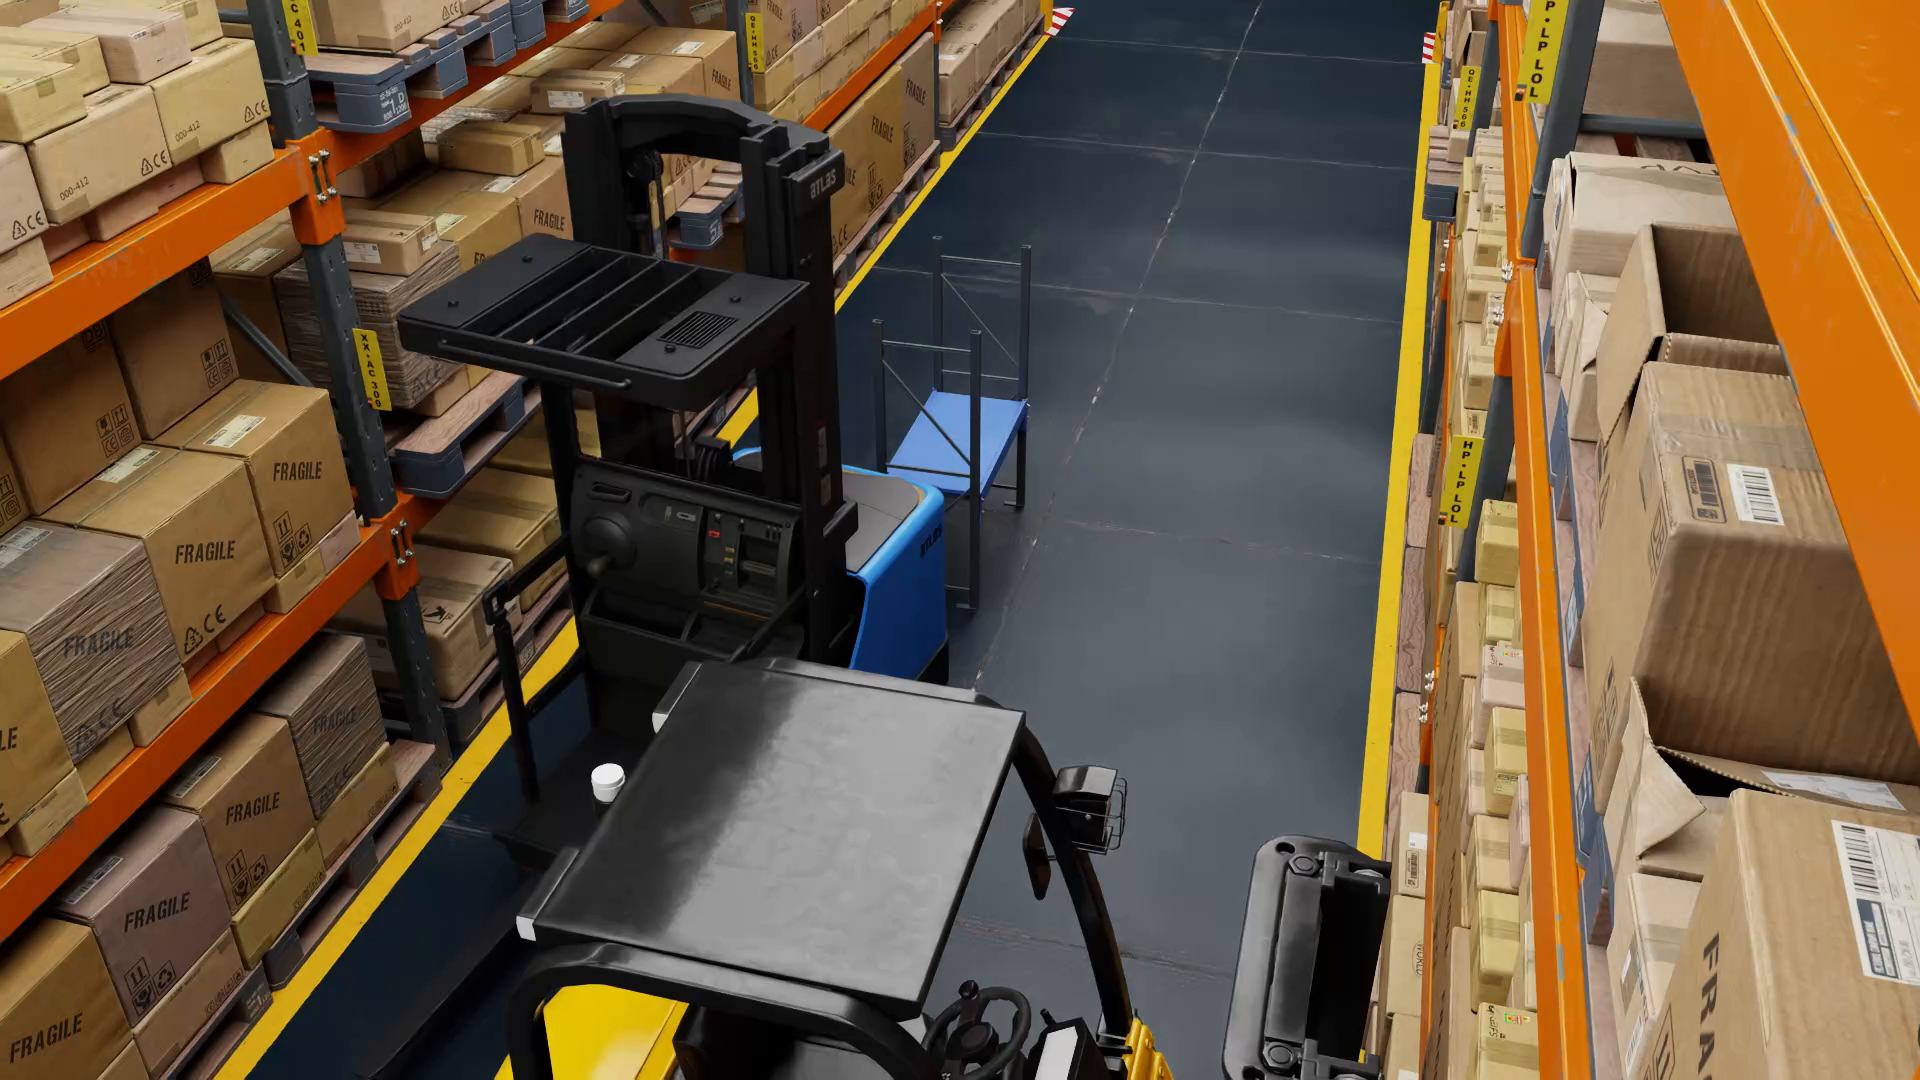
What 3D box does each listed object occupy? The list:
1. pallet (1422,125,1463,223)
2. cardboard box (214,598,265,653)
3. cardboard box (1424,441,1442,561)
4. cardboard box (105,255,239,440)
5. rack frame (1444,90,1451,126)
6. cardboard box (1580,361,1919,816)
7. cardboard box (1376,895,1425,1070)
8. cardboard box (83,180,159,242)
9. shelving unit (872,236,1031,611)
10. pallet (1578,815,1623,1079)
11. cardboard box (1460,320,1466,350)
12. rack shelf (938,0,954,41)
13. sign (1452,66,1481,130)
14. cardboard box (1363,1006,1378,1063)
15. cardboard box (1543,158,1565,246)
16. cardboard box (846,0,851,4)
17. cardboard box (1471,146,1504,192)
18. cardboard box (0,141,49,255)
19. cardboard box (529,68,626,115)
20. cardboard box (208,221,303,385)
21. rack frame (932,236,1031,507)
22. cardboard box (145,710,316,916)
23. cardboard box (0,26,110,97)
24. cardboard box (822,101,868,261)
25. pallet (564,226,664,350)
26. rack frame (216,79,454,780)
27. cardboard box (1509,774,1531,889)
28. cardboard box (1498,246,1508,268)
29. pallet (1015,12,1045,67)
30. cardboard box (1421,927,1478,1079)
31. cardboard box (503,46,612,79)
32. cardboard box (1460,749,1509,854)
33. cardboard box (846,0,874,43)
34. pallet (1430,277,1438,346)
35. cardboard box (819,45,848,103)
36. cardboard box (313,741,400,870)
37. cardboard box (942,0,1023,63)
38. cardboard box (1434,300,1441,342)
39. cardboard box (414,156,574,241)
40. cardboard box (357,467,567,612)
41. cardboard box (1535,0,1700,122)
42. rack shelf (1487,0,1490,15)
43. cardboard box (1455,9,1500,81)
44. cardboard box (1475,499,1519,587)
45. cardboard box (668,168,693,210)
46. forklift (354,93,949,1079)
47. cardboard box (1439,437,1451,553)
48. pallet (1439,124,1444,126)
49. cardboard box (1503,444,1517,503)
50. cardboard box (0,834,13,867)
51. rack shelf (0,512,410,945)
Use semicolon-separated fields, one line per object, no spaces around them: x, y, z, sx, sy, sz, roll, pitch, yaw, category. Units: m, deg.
3.225;-2.013;9.299;1.213;0.211;1.003;8;33;12;pallet
-2.682;0.239;5.813;0.380;0.149;0.250;8;33;13;cardboard box
2.791;-0.246;8.163;0.875;0.625;0.625;9;34;14;cardboard box
-3.018;-0.722;5.787;0.700;0.500;0.500;8;33;12;cardboard box
4.136;-3.808;11.945;1.000;3.000;0.127;8;33;12;rack frame
1.324;0.111;2.406;0.700;0.500;0.500;8;33;13;cardboard box
1.540;1.377;5.028;0.500;0.250;0.500;8;33;12;cardboard box
-2.672;-1.030;5.013;0.380;0.149;0.250;8;33;13;cardboard box
-0.022;-0.589;8.278;0.538;1.500;1.048;8;33;12;shelving unit
1.295;0.827;1.940;1.003;0.211;1.213;8;33;12;pallet
2.388;-0.886;7.021;0.500;0.250;0.500;8;33;13;cardboard box
-0.159;-5.216;14.830;1.077;0.370;4.000;8;33;12;rack shelf
2.593;-2.257;8.499;0.100;0.325;0.005;8;33;12;sign
1.549;1.798;5.298;0.500;0.250;0.500;7;33;11;cardboard box
1.698;-0.845;4.236;0.380;0.149;0.250;9;33;13;cardboard box
-0.926;-3.880;11.032;0.500;0.500;0.500;9;33;13;cardboard box
2.689;-1.785;8.063;0.380;0.149;0.250;9;33;13;cardboard box
-2.819;-0.868;4.386;0.500;0.250;0.500;7;33;12;cardboard box
-1.824;-2.138;7.950;0.380;0.149;0.250;6;33;10;cardboard box
-2.801;-0.947;6.681;0.500;0.500;0.500;7;33;11;cardboard box
0.107;-0.852;8.693;0.500;1.500;0.032;8;33;12;rack frame
-2.714;0.944;5.942;0.500;0.500;0.500;9;33;13;cardboard box
-2.710;-1.365;4.796;0.380;0.149;0.250;9;33;14;cardboard box
-1.195;-2.496;11.470;0.875;0.875;0.875;8;33;13;cardboard box
-2.144;-1.293;8.166;1.003;0.211;1.213;8;33;12;pallet
-2.696;-0.331;6.474;1.000;3.000;0.127;8;33;12;rack frame
1.488;0.706;3.868;0.380;0.149;0.250;8;33;12;cardboard box
2.465;-1.104;6.993;0.380;0.149;0.250;8;33;12;cardboard box
0.222;-4.955;16.348;1.003;0.211;1.213;8;33;12;pallet
1.349;1.289;3.833;0.500;0.500;0.500;8;33;13;cardboard box
-2.145;-2.278;8.775;0.500;0.500;0.500;10;34;15;cardboard box
1.465;0.684;4.180;0.380;0.149;0.250;8;33;12;cardboard box
-0.902;-3.570;11.243;0.500;0.250;0.500;9;33;13;cardboard box
3.658;-1.569;11.022;1.003;0.211;1.213;8;33;12;pallet
-1.062;-3.103;10.975;0.500;0.250;0.500;9;34;14;cardboard box
-2.587;0.996;6.559;0.500;0.250;0.500;10;34;15;cardboard box
0.054;-4.822;15.535;0.875;0.438;0.875;9;34;14;cardboard box
3.157;-1.362;10.035;0.500;0.500;0.500;8;33;12;cardboard box
-2.035;-1.395;7.386;0.500;0.500;0.500;8;33;12;cardboard box
-2.387;-0.045;8.083;0.950;0.372;0.625;10;34;15;cardboard box
2.054;-1.513;5.137;0.500;0.311;0.500;7;33;11;cardboard box
3.628;-3.733;9.700;1.077;0.370;4.000;8;33;12;rack shelf
3.356;-2.826;9.911;0.797;0.503;0.637;7;33;11;cardboard box
1.738;0.027;4.937;0.380;0.149;0.250;9;33;13;cardboard box
-1.627;-1.860;8.723;0.380;0.149;0.250;6;33;10;cardboard box
-1.107;0.058;5.927;1.130;2.935;3.031;13;35;20;forklift
2.103;-0.152;6.334;0.500;0.250;0.500;8;33;12;cardboard box
4.311;-2.988;13.253;1.003;0.211;1.213;8;33;12;pallet
1.978;-0.180;5.540;0.380;0.149;0.250;9;34;14;cardboard box
-2.982;0.901;4.771;0.380;0.149;0.250;7;33;11;cardboard box
-3.204;1.011;5.035;1.077;0.370;4.000;8;33;12;rack shelf
